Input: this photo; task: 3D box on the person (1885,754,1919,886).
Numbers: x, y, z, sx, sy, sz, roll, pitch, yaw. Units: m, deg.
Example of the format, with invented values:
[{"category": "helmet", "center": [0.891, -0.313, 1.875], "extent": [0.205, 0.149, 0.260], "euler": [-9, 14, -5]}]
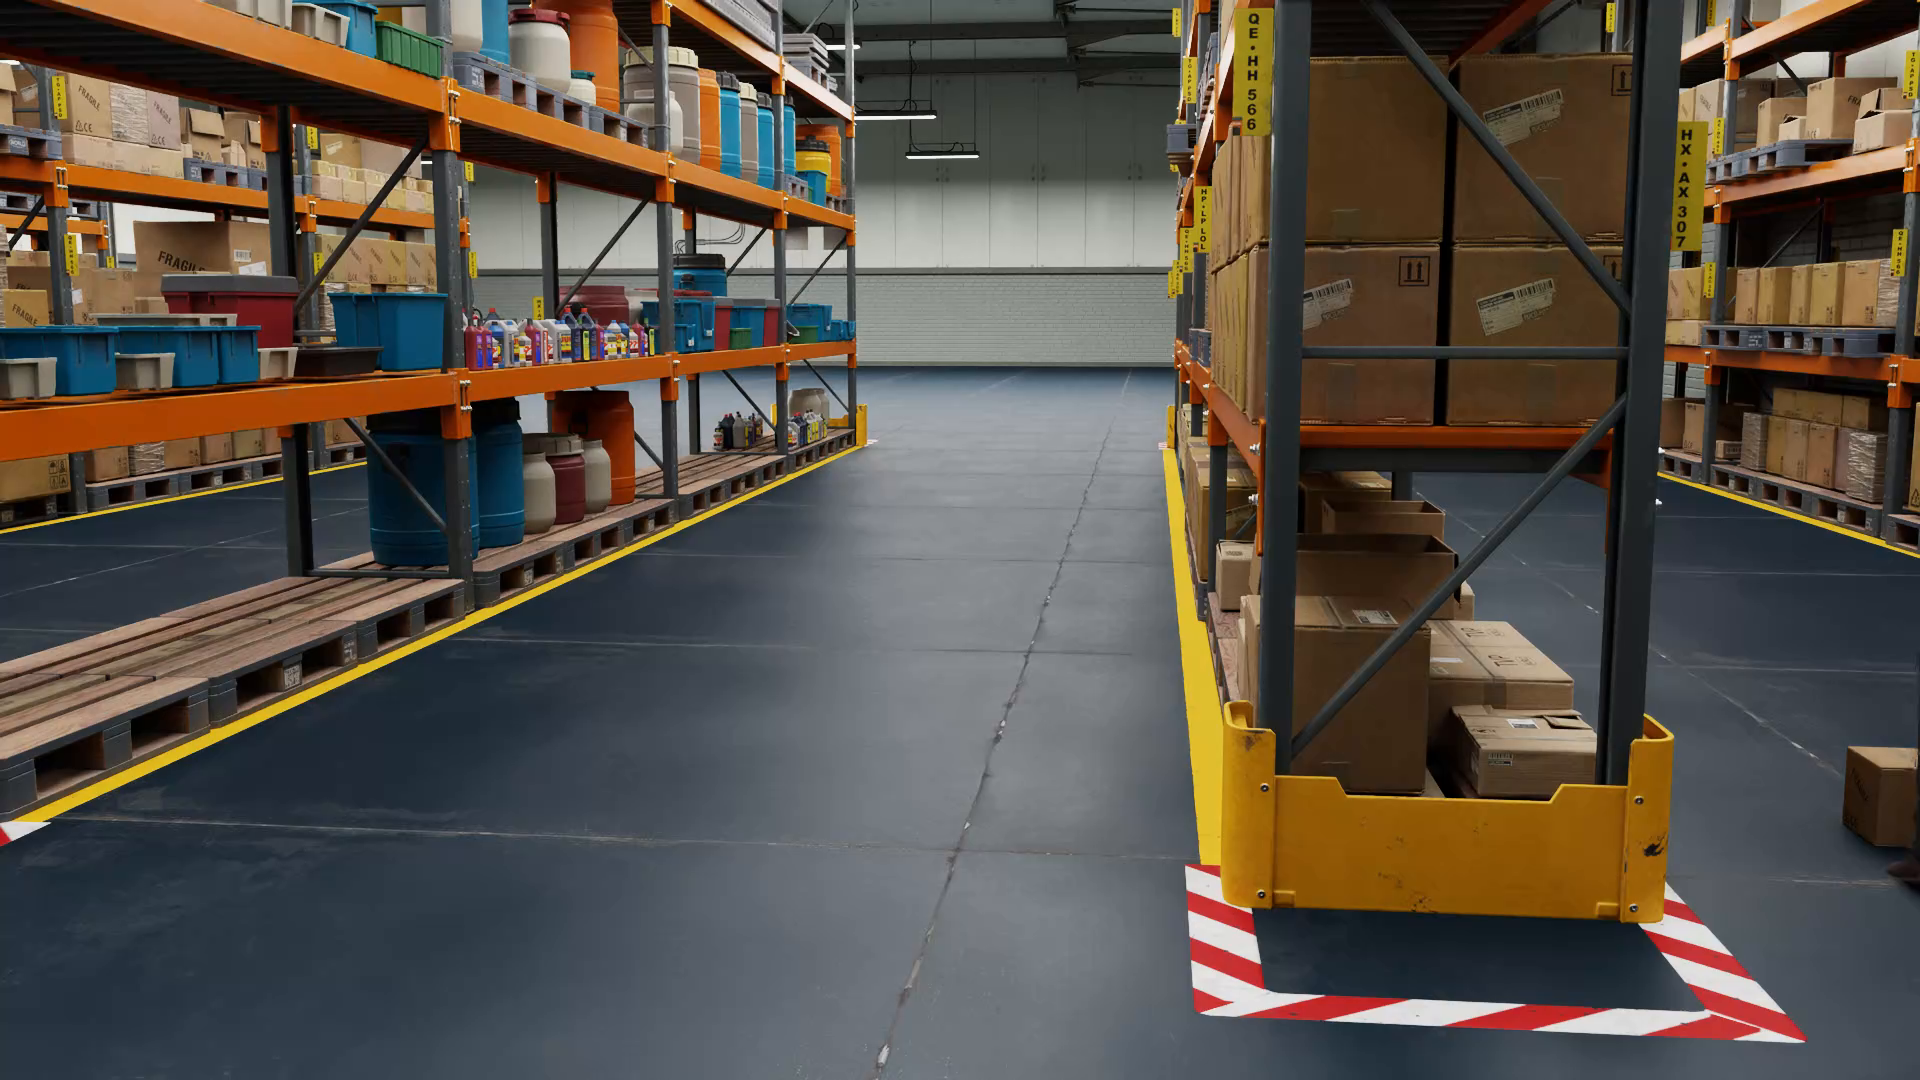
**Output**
[{"category": "person", "center": [2.914, 0.176, 4.620], "extent": [0.463, 1.698, 0.377], "euler": [0, 8, 1]}]
